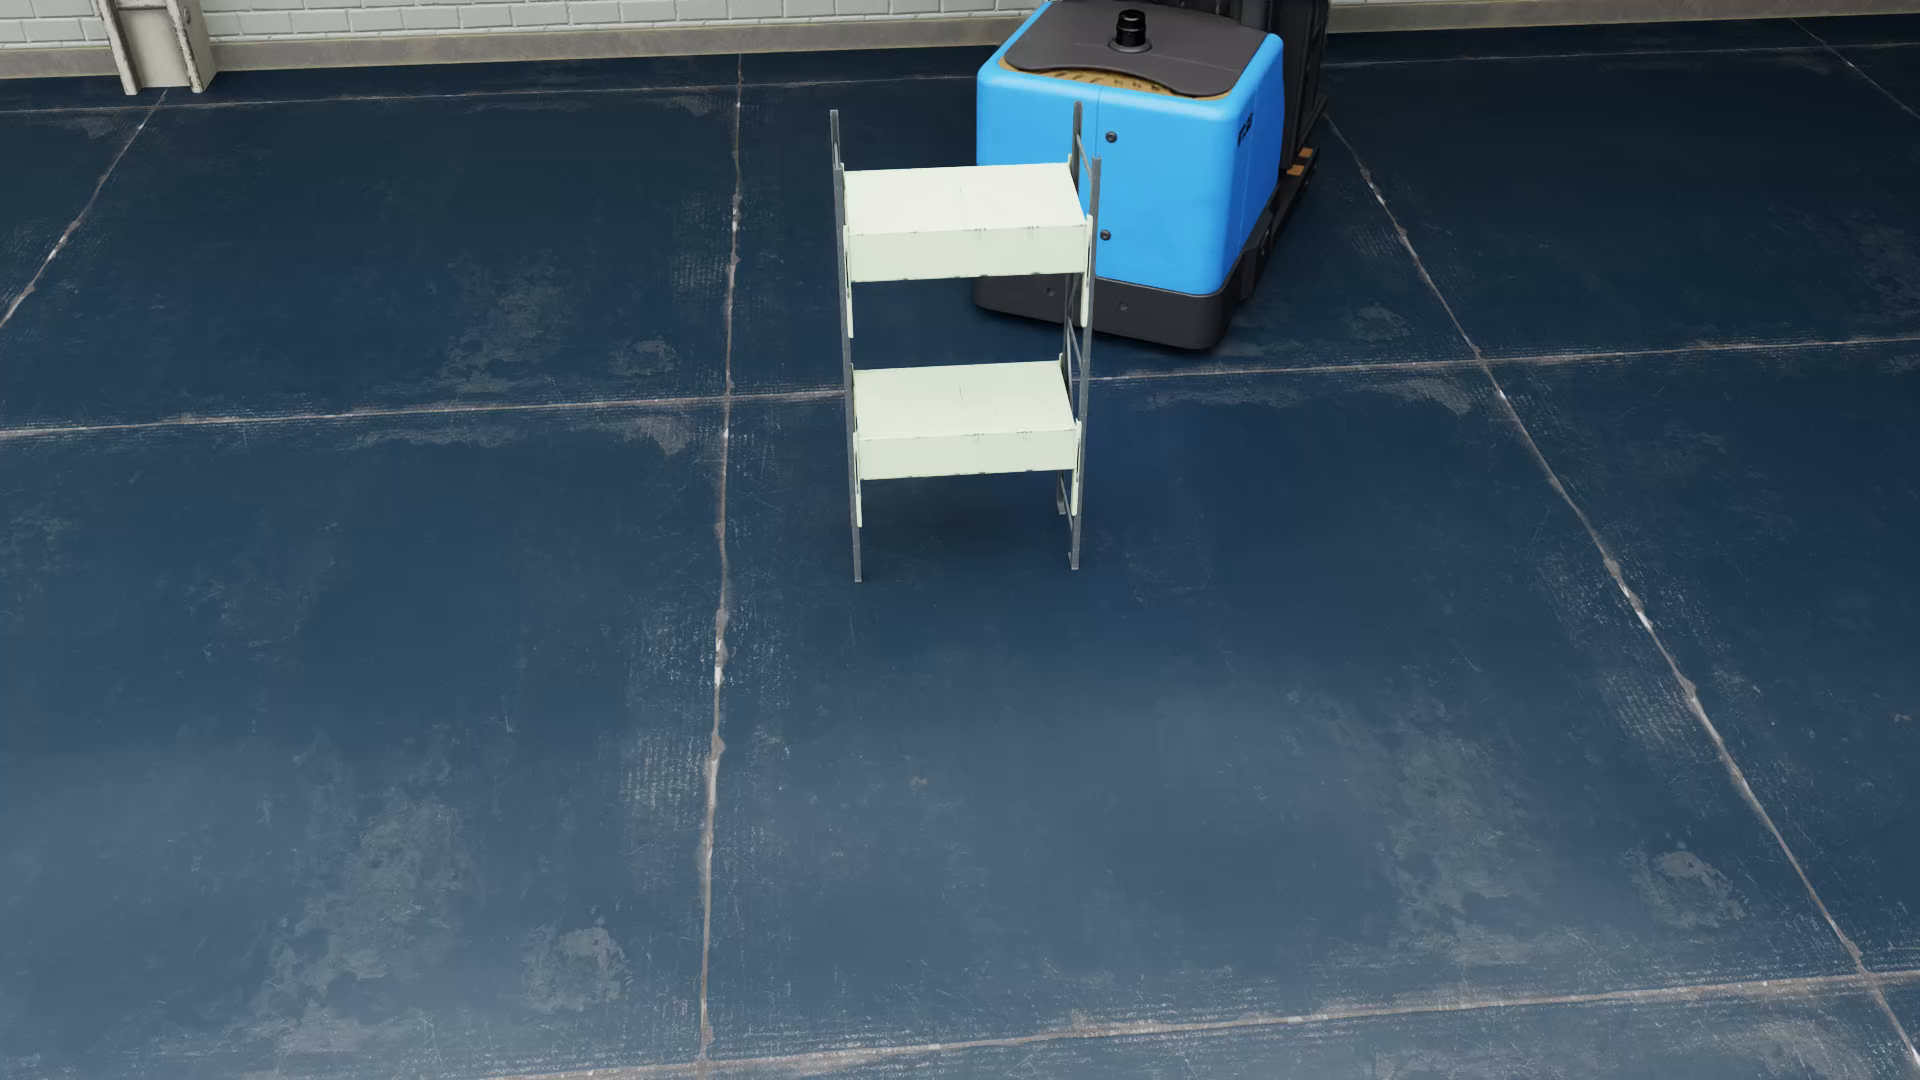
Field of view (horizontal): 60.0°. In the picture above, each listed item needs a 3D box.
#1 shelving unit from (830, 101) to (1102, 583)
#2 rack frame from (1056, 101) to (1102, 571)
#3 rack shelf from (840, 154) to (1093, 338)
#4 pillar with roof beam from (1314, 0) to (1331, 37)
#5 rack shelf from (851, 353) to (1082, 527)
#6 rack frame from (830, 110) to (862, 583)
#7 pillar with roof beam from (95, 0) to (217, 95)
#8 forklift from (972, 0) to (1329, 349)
[{"bbox_3d":[0.007,-0.589,5.286,0.755,1.500,0.431,-3,38,-4],"label":"shelving unit"},{"bbox_3d":[0.371,-0.609,5.311,0.023,1.500,0.400,-3,38,-4],"label":"rack frame"},{"bbox_3d":[0.007,-0.896,5.044,0.720,0.370,0.431,-3,38,-4],"label":"rack shelf"},{"bbox_3d":[2.174,-3.642,3.101,0.400,9.000,9.100,-3,38,-4],"label":"pillar with roof beam"},{"bbox_3d":[0.007,-0.333,5.488,0.720,0.370,0.431,-3,38,-4],"label":"rack shelf"},{"bbox_3d":[-0.358,-0.569,5.260,0.023,1.500,0.400,-3,38,-4],"label":"rack frame"},{"bbox_3d":[-3.803,-3.313,2.684,0.400,9.000,9.100,-3,38,-4],"label":"pillar with roof beam"},{"bbox_3d":[1.060,-2.821,6.959,1.130,2.935,3.031,14,40,17],"label":"forklift"}]
